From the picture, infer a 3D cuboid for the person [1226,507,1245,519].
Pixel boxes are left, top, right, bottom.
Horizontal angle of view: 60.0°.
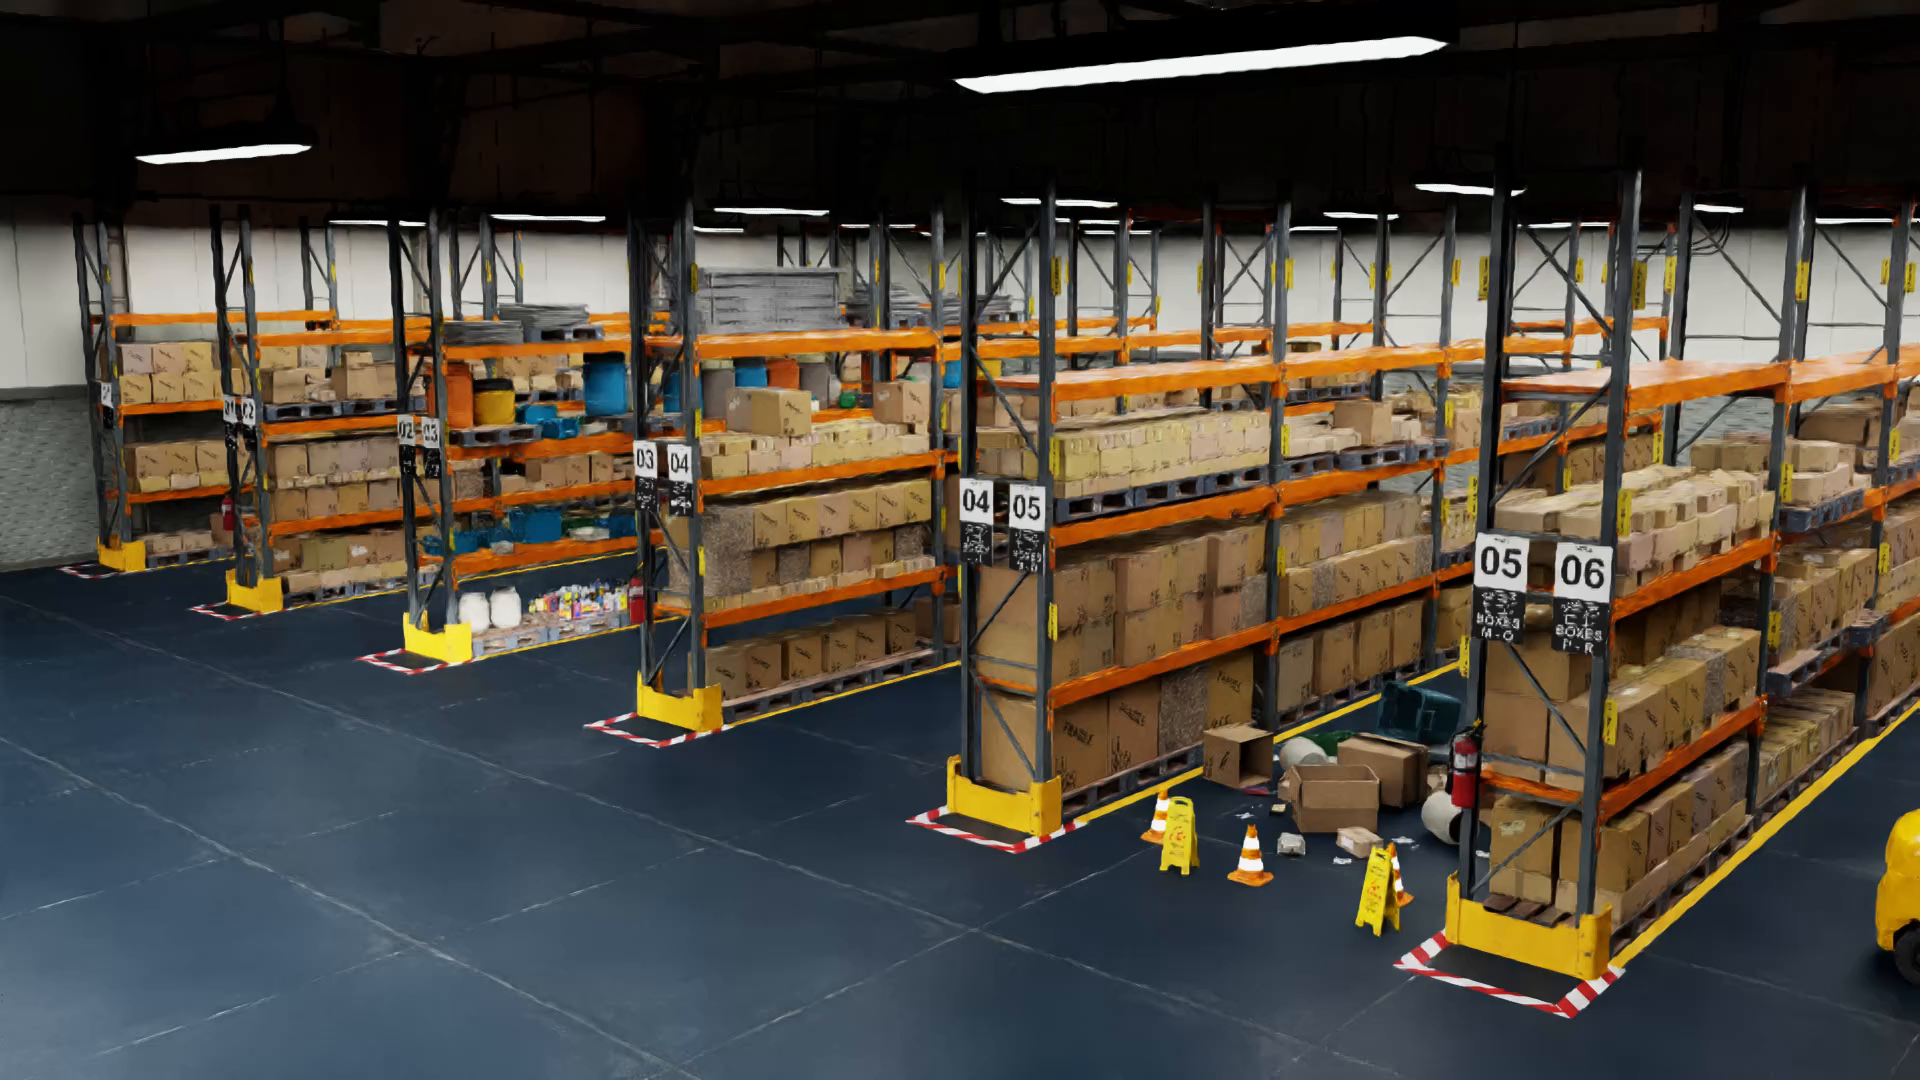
[{"bbox_3d":[4.115,0.219,24.710,0.553,1.706,1.123,9,13,42],"label":"person"}]
